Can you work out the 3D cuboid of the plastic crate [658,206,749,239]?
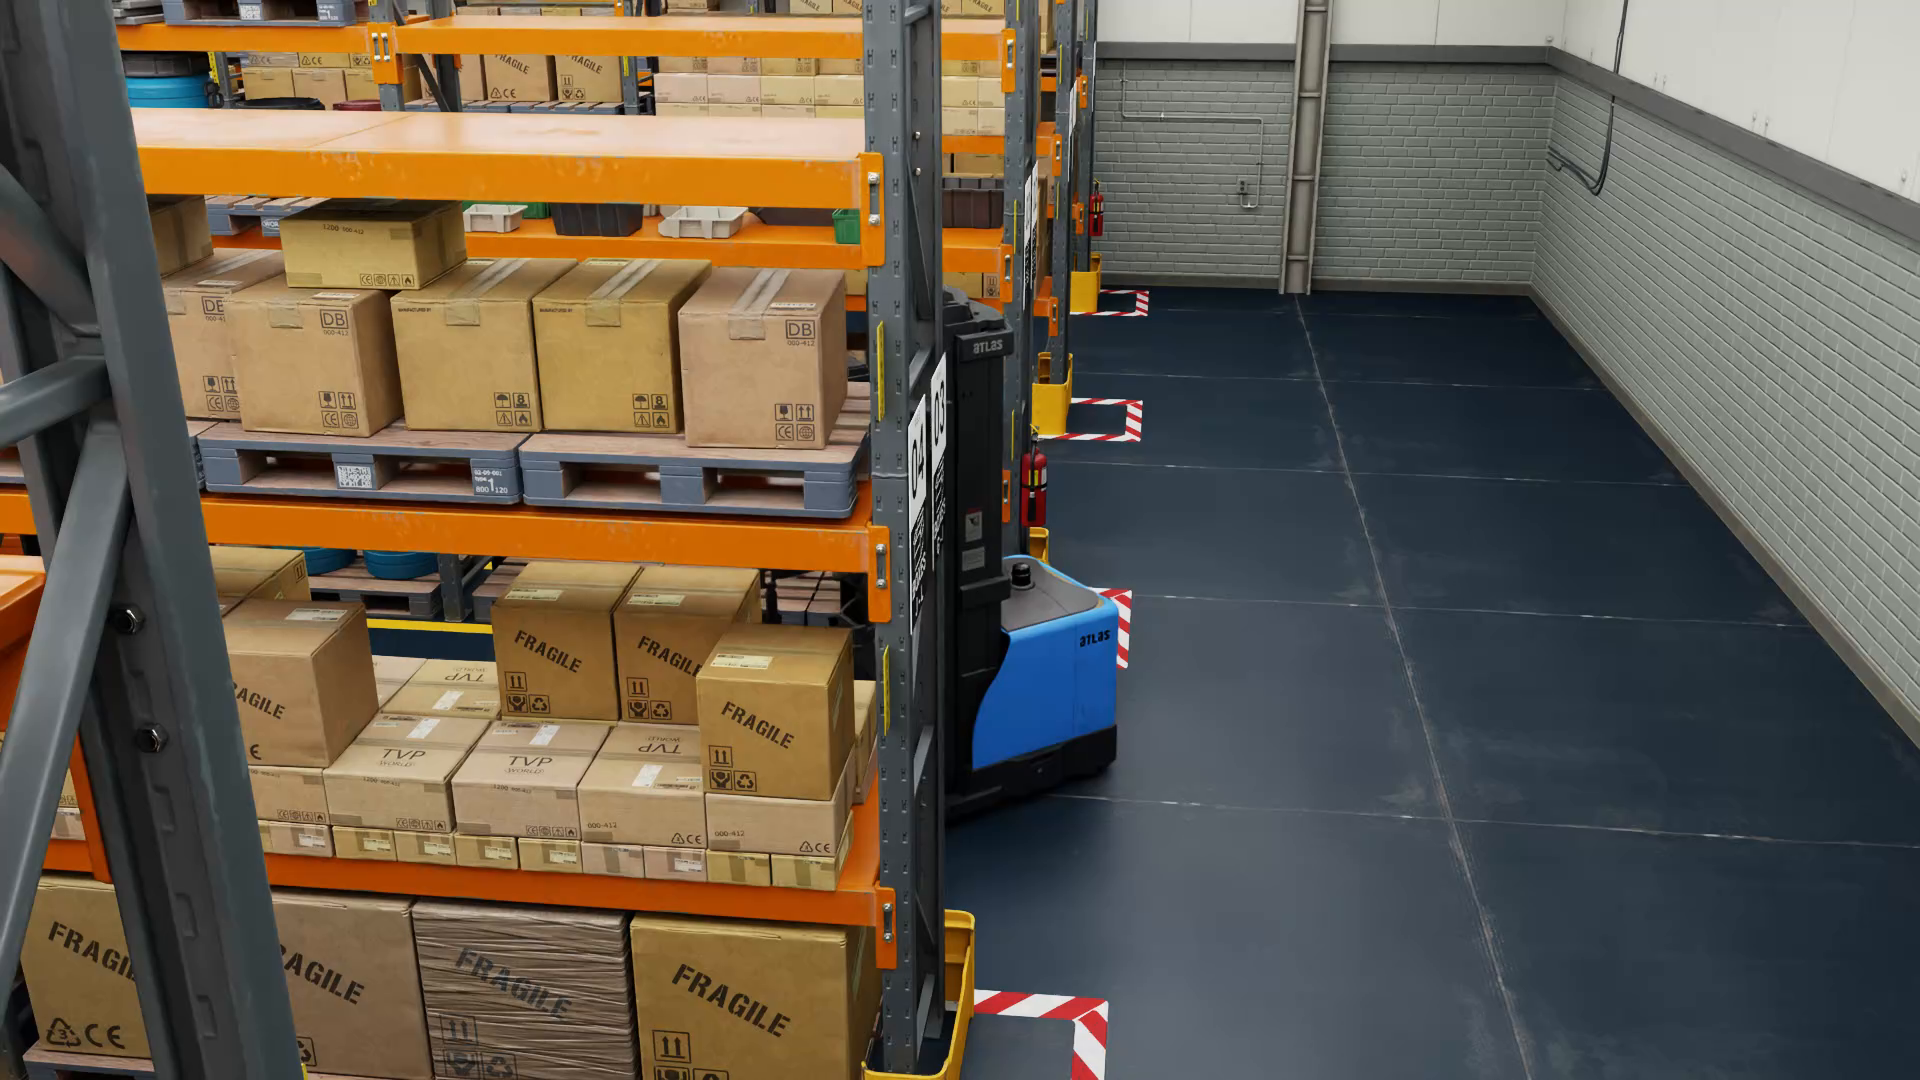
[{"bbox_3d":[-1.688,-2.079,10.897,0.530,0.136,0.437,2,22,6],"label":"plastic crate"}]

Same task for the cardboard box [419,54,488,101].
[{"bbox_3d":[-4.808,-4.578,16.016,0.600,0.600,0.600,2,22,4],"label":"cardboard box"}]

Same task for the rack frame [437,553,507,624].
[{"bbox_3d":[-3.579,-0.981,11.840,0.127,3.000,1.000,2,22,6],"label":"rack frame"}]

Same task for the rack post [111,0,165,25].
[{"bbox_3d":[-5.604,-3.579,10.933,0.954,0.300,0.937,5,22,12],"label":"rack post"}]

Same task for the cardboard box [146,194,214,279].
[{"bbox_3d":[-3.228,-1.161,6.354,0.500,0.250,0.500,1,22,3],"label":"cardboard box"}]

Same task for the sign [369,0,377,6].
[{"bbox_3d":[-3.645,-3.473,10.268,0.005,0.325,0.100,2,22,6],"label":"sign"}]

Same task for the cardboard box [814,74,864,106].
[{"bbox_3d":[-1.050,-4.166,15.343,0.500,0.250,0.500,2,22,6],"label":"cardboard box"}]

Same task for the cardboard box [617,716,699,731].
[{"bbox_3d":[-1.151,0.793,7.154,0.500,0.250,0.500,2,22,6],"label":"cardboard box"}]

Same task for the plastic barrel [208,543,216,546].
[{"bbox_3d":[-5.942,-0.164,12.483,0.708,0.588,0.600,2,22,6],"label":"plastic barrel"}]

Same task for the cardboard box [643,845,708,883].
[{"bbox_3d":[-1.090,1.200,6.665,0.250,0.149,0.380,3,22,6],"label":"cardboard box"}]

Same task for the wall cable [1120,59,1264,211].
[{"bbox_3d":[2.942,-5.187,21.098,1.851,1.984,0.084,2,22,6],"label":"wall cable"}]

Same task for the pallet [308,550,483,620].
[{"bbox_3d":[-4.340,0.268,12.476,1.213,0.211,1.003,2,22,6],"label":"pallet"}]

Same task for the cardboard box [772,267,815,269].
[{"bbox_3d":[-1.513,-2.670,15.979,0.500,0.500,0.500,2,22,6],"label":"cardboard box"}]

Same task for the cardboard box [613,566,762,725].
[{"bbox_3d":[-1.131,0.442,7.020,0.500,0.500,0.500,2,22,5],"label":"cardboard box"}]

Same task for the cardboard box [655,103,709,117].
[{"bbox_3d":[-2.538,-4.003,15.609,0.500,0.250,0.500,2,22,6],"label":"cardboard box"}]

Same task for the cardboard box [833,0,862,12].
[{"bbox_3d":[-1.227,-6.360,19.845,0.500,0.500,0.500,2,22,5],"label":"cardboard box"}]

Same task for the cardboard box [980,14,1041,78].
[{"bbox_3d":[0.468,-4.539,15.264,0.500,0.500,0.700,2,22,6],"label":"cardboard box"}]

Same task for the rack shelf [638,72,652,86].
[{"bbox_3d":[-4.399,-5.745,20.789,4.000,0.370,1.077,2,22,6],"label":"rack shelf"}]

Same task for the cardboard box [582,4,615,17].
[{"bbox_3d":[-4.324,-6.367,20.652,0.500,0.500,0.700,2,22,6],"label":"cardboard box"}]

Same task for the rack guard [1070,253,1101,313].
[{"bbox_3d":[1.583,-3.261,21.009,0.348,0.500,1.175,2,22,6],"label":"rack guard"}]

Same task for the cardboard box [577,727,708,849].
[{"bbox_3d":[-1.205,0.986,6.666,0.500,0.250,0.500,2,22,5],"label":"cardboard box"}]

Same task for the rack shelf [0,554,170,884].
[{"bbox_3d":[-2.859,0.267,1.508,4.000,0.370,1.077,2,22,6],"label":"rack shelf"}]

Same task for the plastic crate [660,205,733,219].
[{"bbox_3d":[-1.771,-2.356,11.400,0.530,0.282,0.437,2,22,6],"label":"plastic crate"}]

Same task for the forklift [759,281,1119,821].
[{"bbox_3d":[-0.584,0.147,9.080,3.031,2.935,1.130,-13,25,-30],"label":"forklift"}]

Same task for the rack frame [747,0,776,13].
[{"bbox_3d":[-2.413,-7.388,19.887,0.127,3.000,1.000,2,22,6],"label":"rack frame"}]

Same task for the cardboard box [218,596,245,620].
[{"bbox_3d":[-3.228,0.549,6.752,0.500,0.500,0.500,2,22,6],"label":"cardboard box"}]

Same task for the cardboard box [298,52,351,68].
[{"bbox_3d":[-6.025,-4.825,15.989,0.500,0.500,0.500,2,22,6],"label":"cardboard box"}]

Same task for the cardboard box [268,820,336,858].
[{"bbox_3d":[-2.620,1.135,6.832,0.250,0.149,0.380,3,22,7],"label":"cardboard box"}]

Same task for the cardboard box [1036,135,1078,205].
[{"bbox_3d":[1.052,-4.583,20.543,0.700,0.700,0.980,3,22,9],"label":"cardboard box"}]

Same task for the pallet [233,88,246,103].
[{"bbox_3d":[-7.649,-4.266,16.327,1.003,0.211,1.213,3,22,9],"label":"pallet"}]

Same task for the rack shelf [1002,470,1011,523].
[{"bbox_3d":[-1.593,-0.560,11.754,4.000,0.370,1.077,2,22,6],"label":"rack shelf"}]

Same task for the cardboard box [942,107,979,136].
[{"bbox_3d":[-0.056,-3.893,15.330,0.500,0.250,0.500,2,22,6],"label":"cardboard box"}]

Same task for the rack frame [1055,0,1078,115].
[{"bbox_3d":[0.980,-5.406,14.874,0.127,3.000,1.000,2,22,6],"label":"rack frame"}]

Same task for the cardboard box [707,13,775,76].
[{"bbox_3d":[-2.025,-4.615,15.457,0.500,0.500,0.700,2,22,6],"label":"cardboard box"}]

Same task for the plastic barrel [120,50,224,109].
[{"bbox_3d":[-5.291,-2.822,11.165,0.708,0.901,0.600,2,22,6],"label":"plastic barrel"}]

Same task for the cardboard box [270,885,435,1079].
[{"bbox_3d":[-2.622,1.717,7.335,0.875,0.875,0.875,2,22,6],"label":"cardboard box"}]

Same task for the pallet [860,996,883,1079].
[{"bbox_3d":[-0.993,2.292,7.356,1.213,0.211,1.003,2,22,6],"label":"pallet"}]

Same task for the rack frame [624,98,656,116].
[{"bbox_3d":[-2.992,-2.789,16.414,0.127,3.000,1.000,2,22,6],"label":"rack frame"}]

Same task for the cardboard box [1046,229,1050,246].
[{"bbox_3d":[1.000,-3.821,20.970,0.250,0.149,0.380,3,22,7],"label":"cardboard box"}]

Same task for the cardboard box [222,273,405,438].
[{"bbox_3d":[-2.341,-0.744,6.319,0.500,0.500,0.700,3,22,9],"label":"cardboard box"}]

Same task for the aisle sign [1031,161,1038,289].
[{"bbox_3d":[0.500,-2.122,11.191,0.004,0.787,0.394,2,22,6],"label":"aisle sign"}]

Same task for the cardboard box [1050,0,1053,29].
[{"bbox_3d":[0.863,-6.460,20.097,0.500,0.500,0.500,2,22,4],"label":"cardboard box"}]

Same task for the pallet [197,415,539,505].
[{"bbox_3d":[-2.142,-0.433,6.496,1.213,0.211,1.003,2,22,6],"label":"pallet"}]

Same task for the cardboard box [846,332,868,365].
[{"bbox_3d":[-1.126,-1.753,16.592,0.637,0.503,0.797,2,22,6],"label":"cardboard box"}]

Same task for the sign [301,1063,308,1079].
[{"bbox_3d":[-0.810,0.808,2.048,0.005,0.325,0.100,2,22,6],"label":"sign"}]

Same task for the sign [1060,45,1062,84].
[{"bbox_3d":[0.895,-4.221,14.752,0.005,0.325,0.100,2,22,6],"label":"sign"}]

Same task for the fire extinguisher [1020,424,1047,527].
[{"bbox_3d":[0.490,-0.426,11.049,0.183,0.674,0.296,2,22,6],"label":"fire extinguisher"}]

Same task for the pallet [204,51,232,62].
[{"bbox_3d":[-9.757,-6.186,21.182,1.003,0.211,1.213,2,22,6],"label":"pallet"}]

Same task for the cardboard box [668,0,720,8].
[{"bbox_3d":[-3.271,-6.678,20.418,0.500,0.250,0.500,4,22,10],"label":"cardboard box"}]
